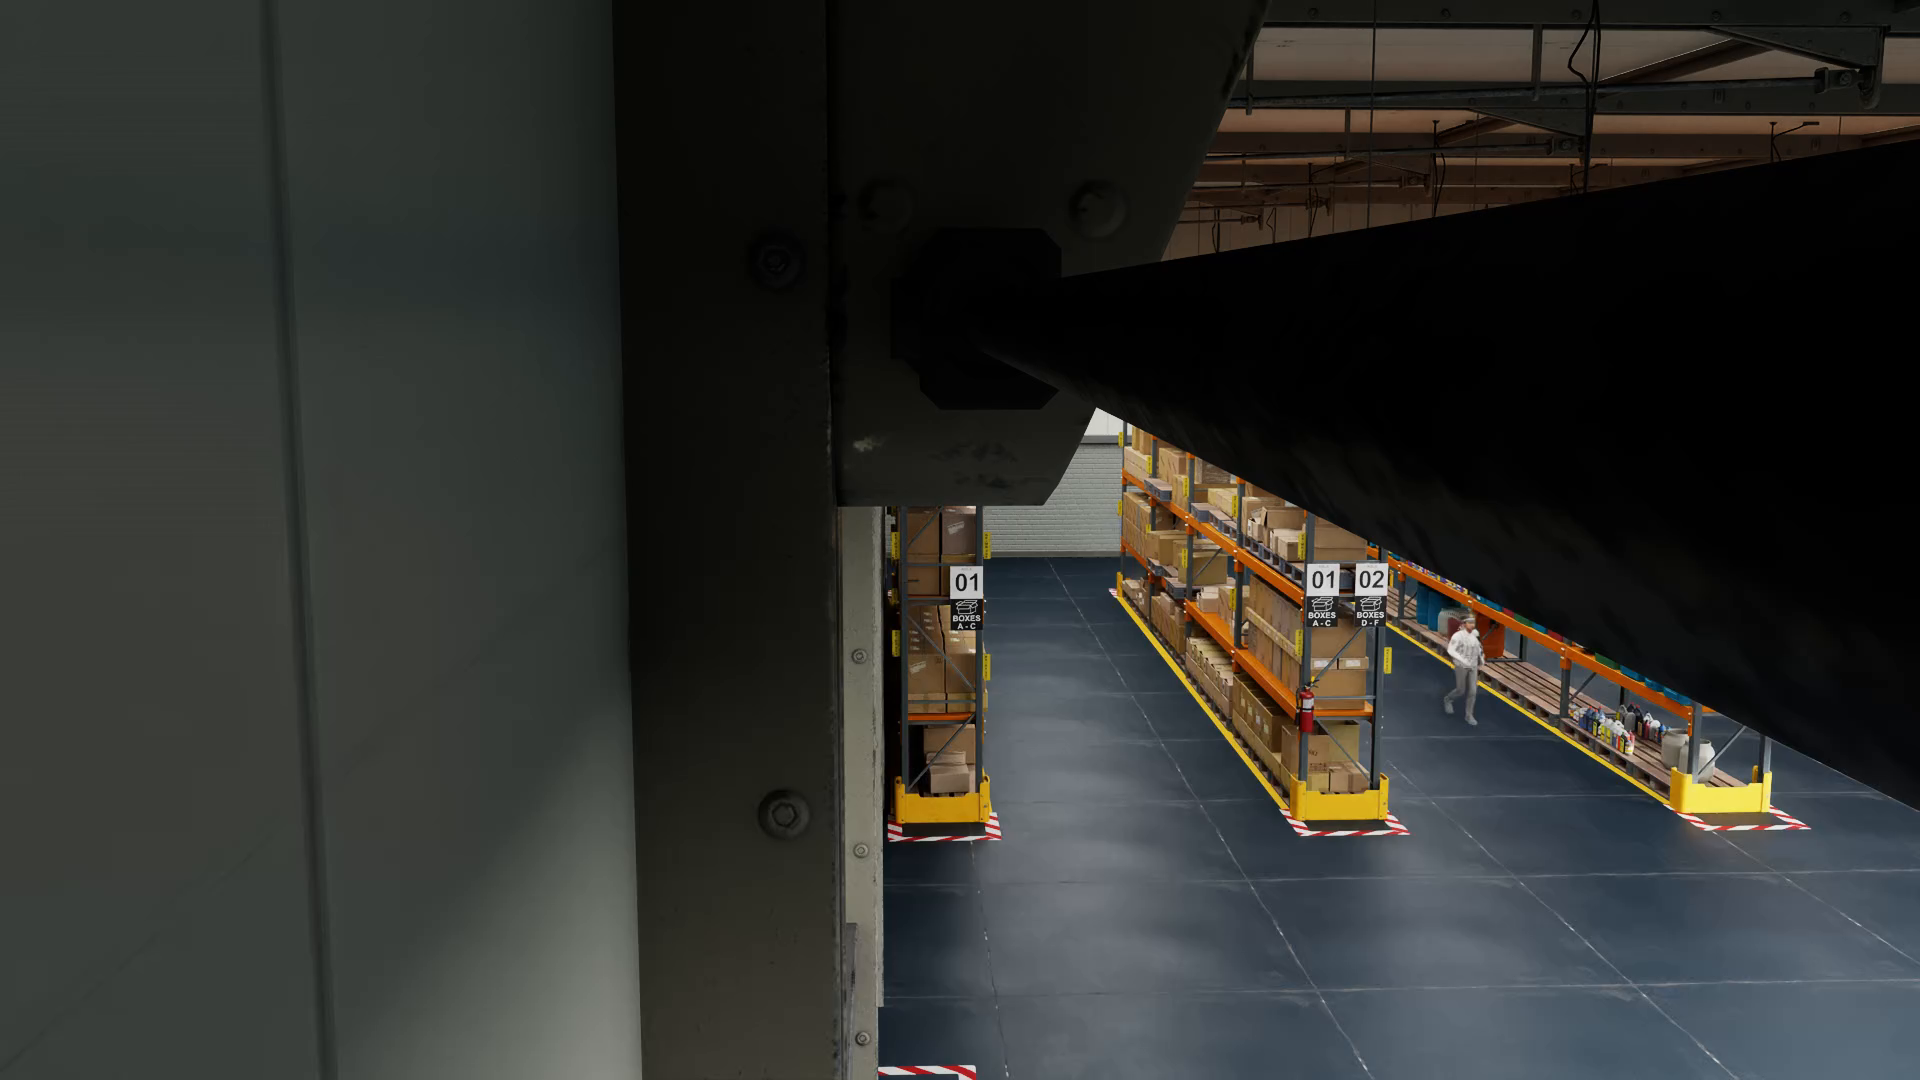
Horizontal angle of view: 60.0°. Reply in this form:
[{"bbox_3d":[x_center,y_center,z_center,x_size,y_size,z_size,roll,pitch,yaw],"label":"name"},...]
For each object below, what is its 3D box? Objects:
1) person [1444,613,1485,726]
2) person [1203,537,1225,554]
[{"bbox_3d":[7.740,1.937,25.462,0.642,1.697,0.761,-2,8,-14],"label":"person"},{"bbox_3d":[5.507,0.447,36.332,0.601,1.612,0.532,-3,9,-19],"label":"person"}]
